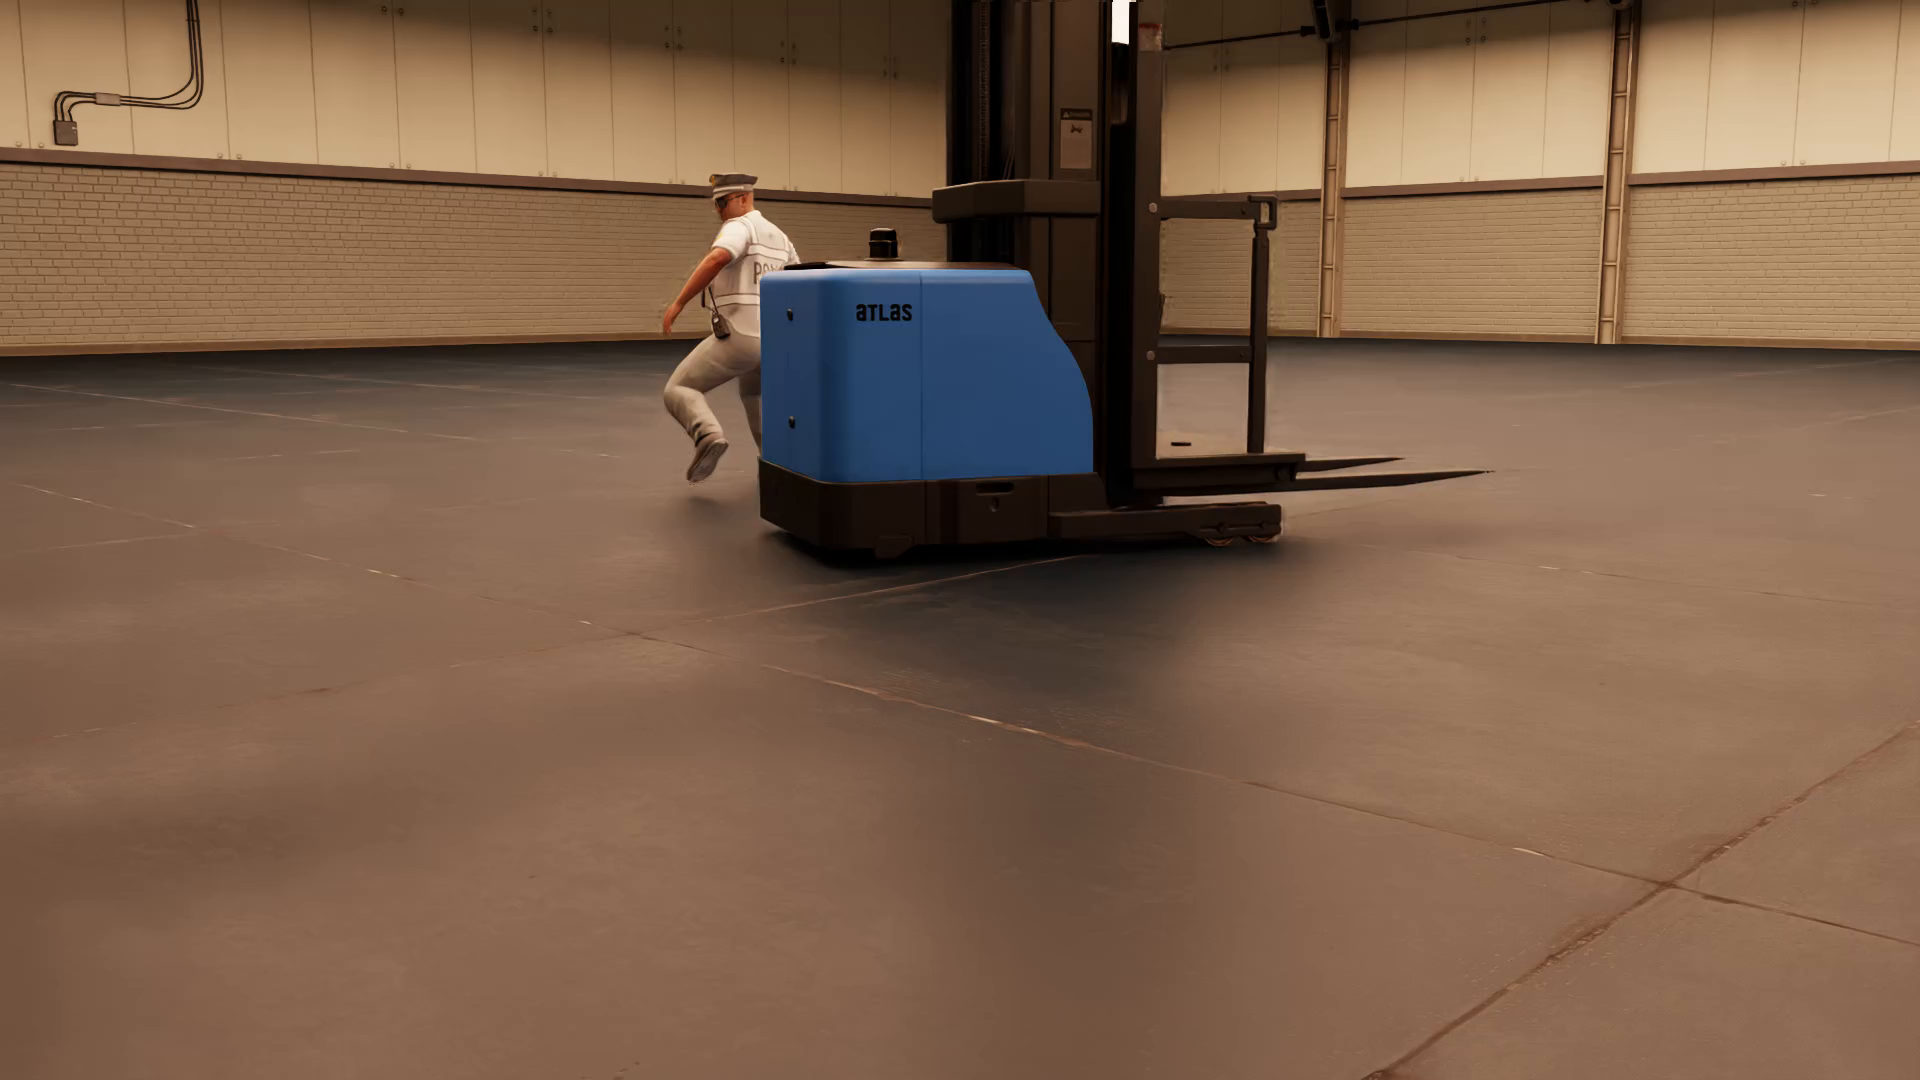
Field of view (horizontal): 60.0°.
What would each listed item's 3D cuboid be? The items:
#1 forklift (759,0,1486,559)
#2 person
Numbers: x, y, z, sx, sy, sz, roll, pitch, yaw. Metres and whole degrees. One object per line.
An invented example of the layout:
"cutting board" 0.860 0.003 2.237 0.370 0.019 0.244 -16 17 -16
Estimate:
"forklift" 0.746 -1.492 6.782 3.031 2.935 1.130 -3 9 -21
"person" -1.088 -1.058 8.582 0.508 1.643 1.141 6 10 34
